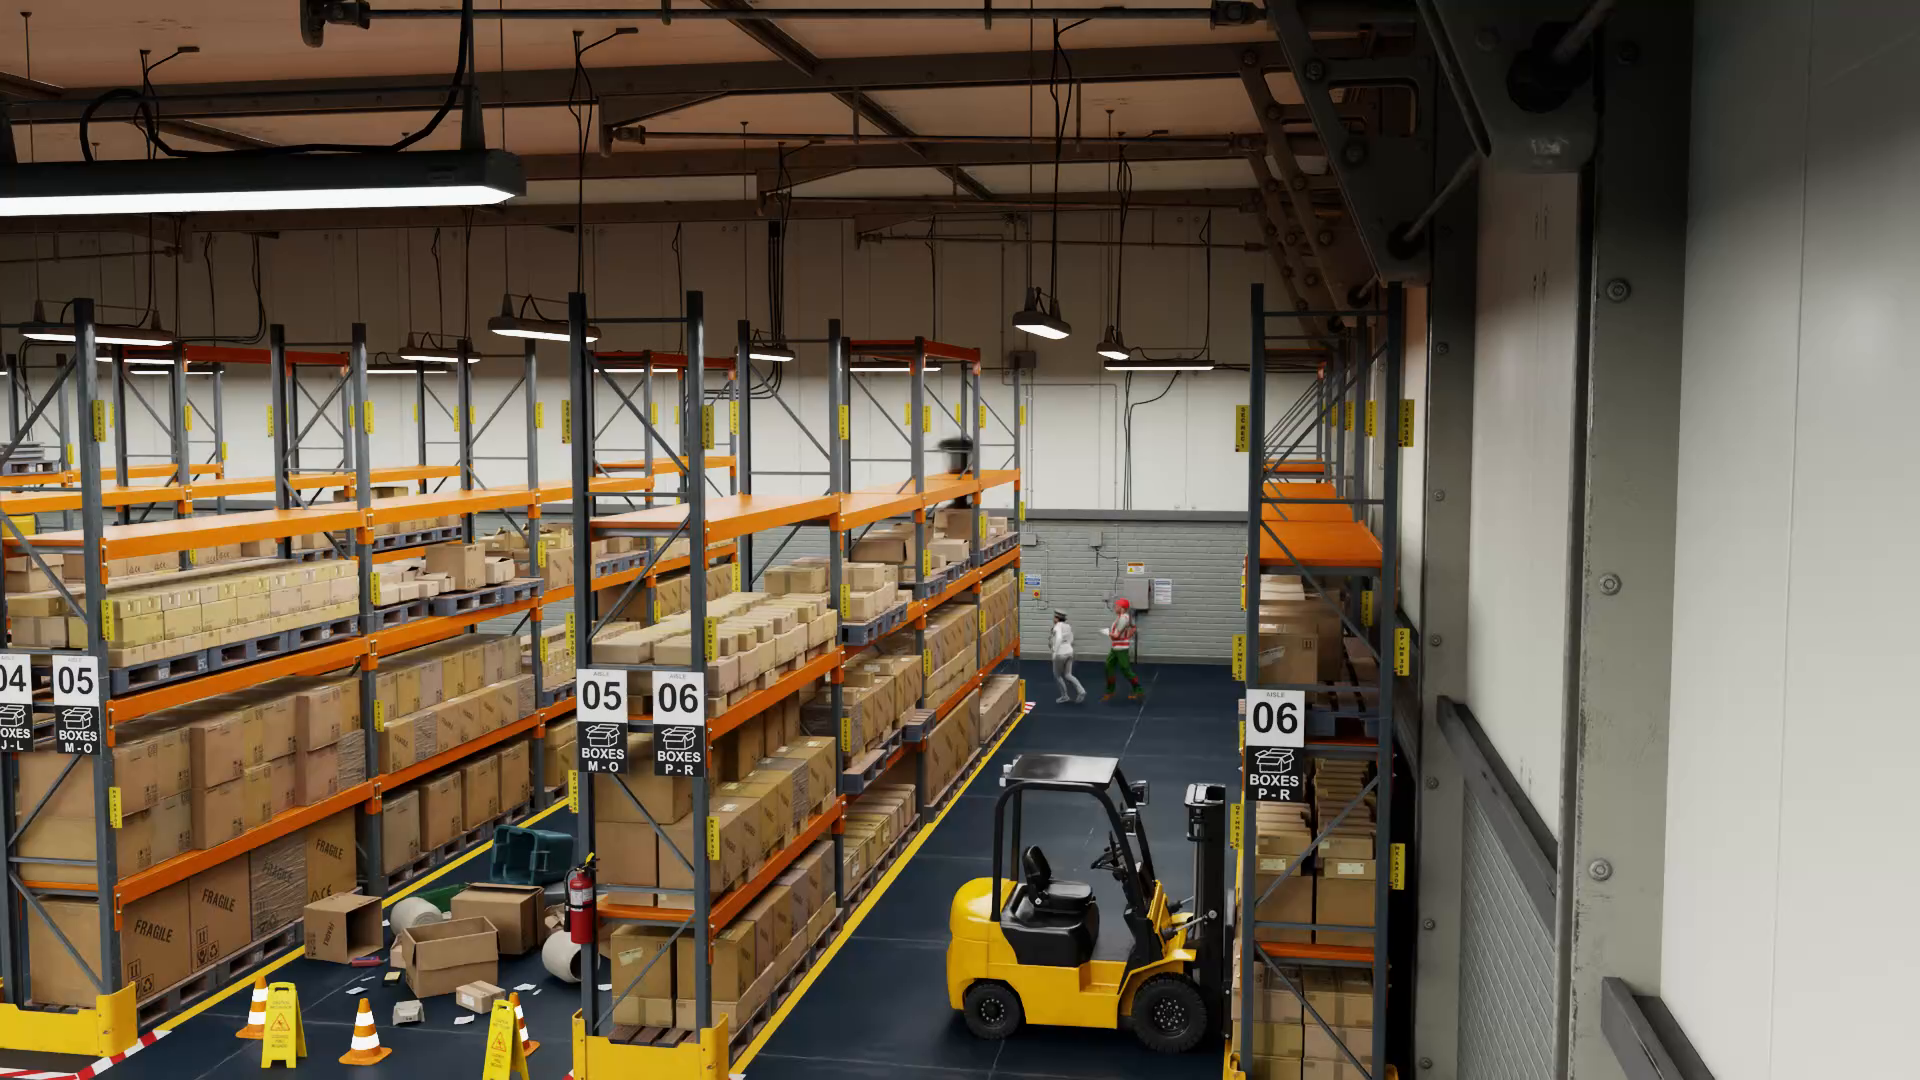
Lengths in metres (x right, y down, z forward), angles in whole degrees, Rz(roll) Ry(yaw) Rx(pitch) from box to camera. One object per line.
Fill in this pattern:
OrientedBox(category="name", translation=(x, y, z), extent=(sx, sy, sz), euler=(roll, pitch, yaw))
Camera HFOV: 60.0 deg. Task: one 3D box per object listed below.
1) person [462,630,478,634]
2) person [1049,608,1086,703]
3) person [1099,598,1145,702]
OrientedBox(category="person", translation=(-9.339, 1.798, 31.497), extent=(0.862, 1.705, 0.545), euler=(3, 6, 35))
OrientedBox(category="person", translation=(1.866, 2.033, 28.796), extent=(0.608, 1.675, 0.702), euler=(-5, 6, -44))
OrientedBox(category="person", translation=(2.820, 1.935, 28.979), extent=(0.800, 1.844, 0.651), euler=(0, 5, 5))
